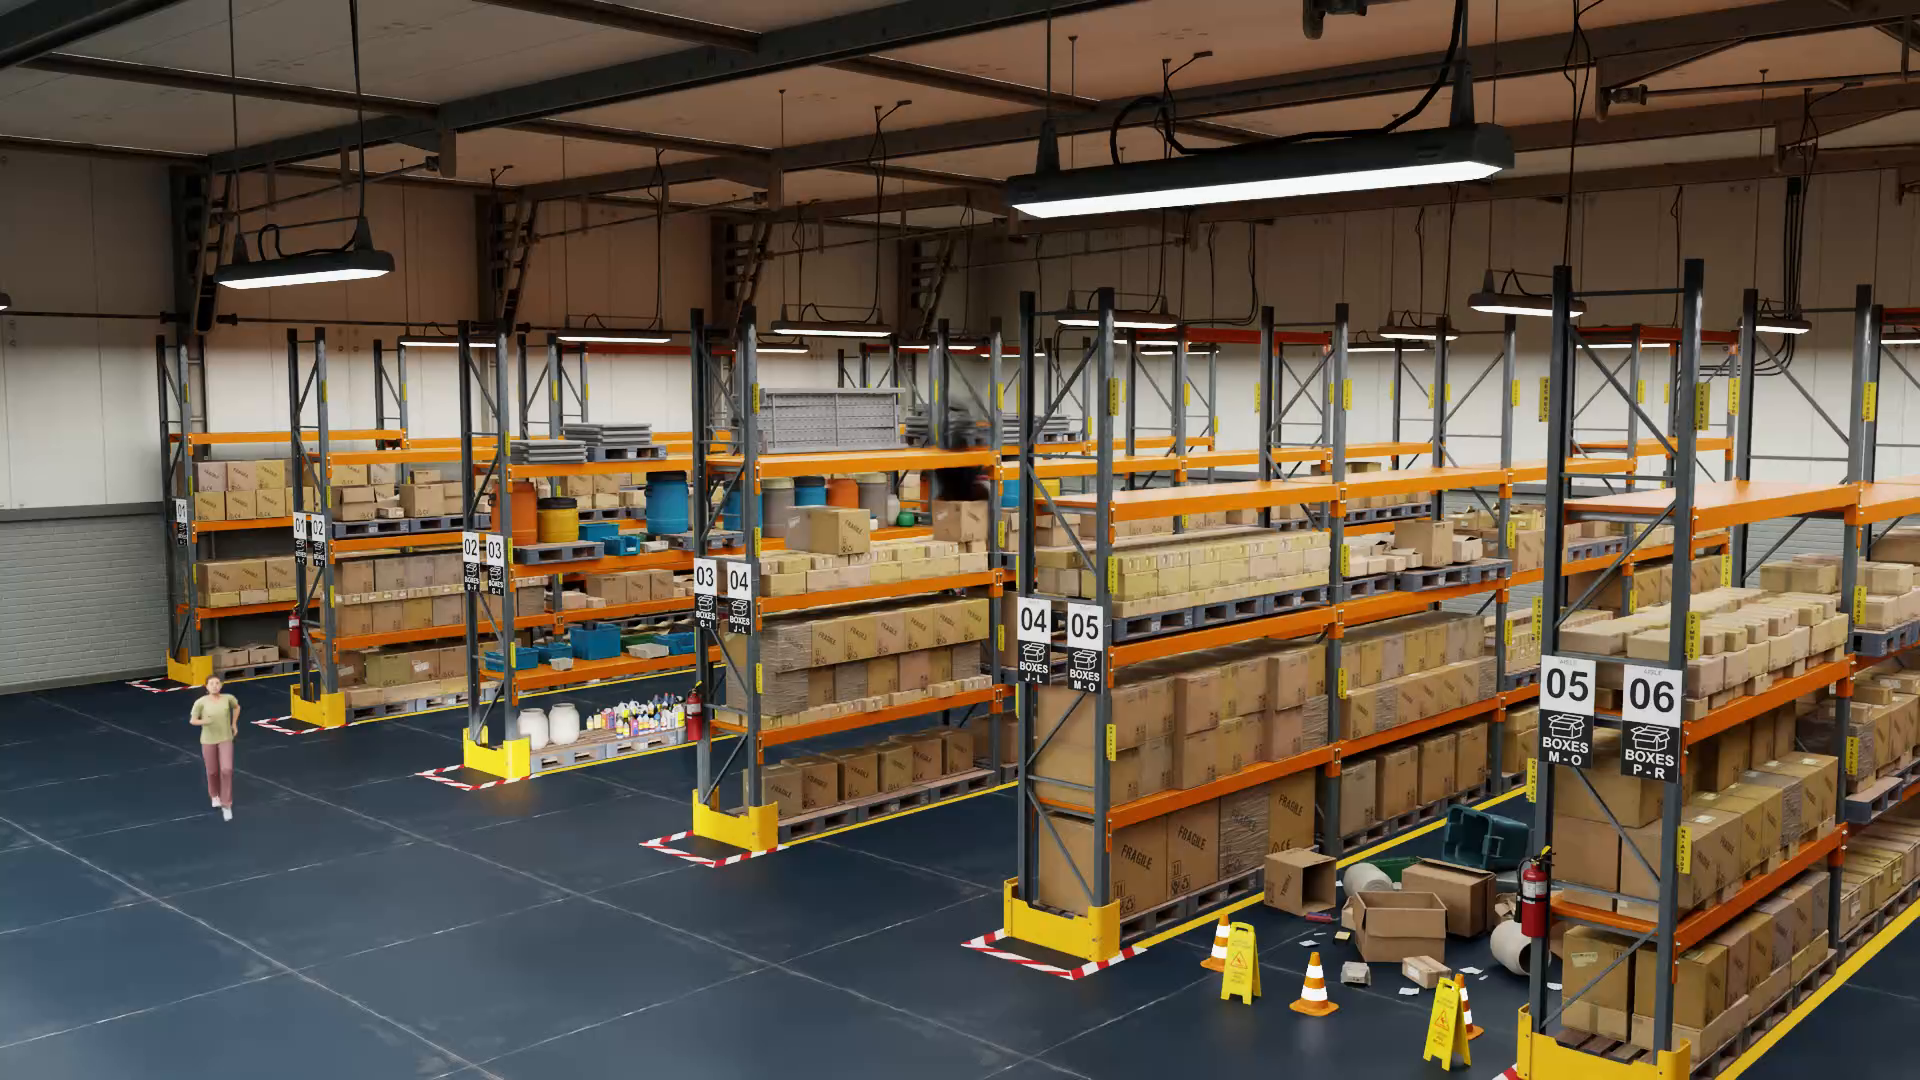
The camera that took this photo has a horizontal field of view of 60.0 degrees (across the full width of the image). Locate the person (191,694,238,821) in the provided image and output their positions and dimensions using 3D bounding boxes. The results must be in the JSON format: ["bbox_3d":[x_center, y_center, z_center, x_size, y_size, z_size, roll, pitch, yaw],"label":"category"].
[{"bbox_3d":[-8.912,2.572,19.931,0.529,1.454,0.841,-3,6,-26],"label":"person"}]
